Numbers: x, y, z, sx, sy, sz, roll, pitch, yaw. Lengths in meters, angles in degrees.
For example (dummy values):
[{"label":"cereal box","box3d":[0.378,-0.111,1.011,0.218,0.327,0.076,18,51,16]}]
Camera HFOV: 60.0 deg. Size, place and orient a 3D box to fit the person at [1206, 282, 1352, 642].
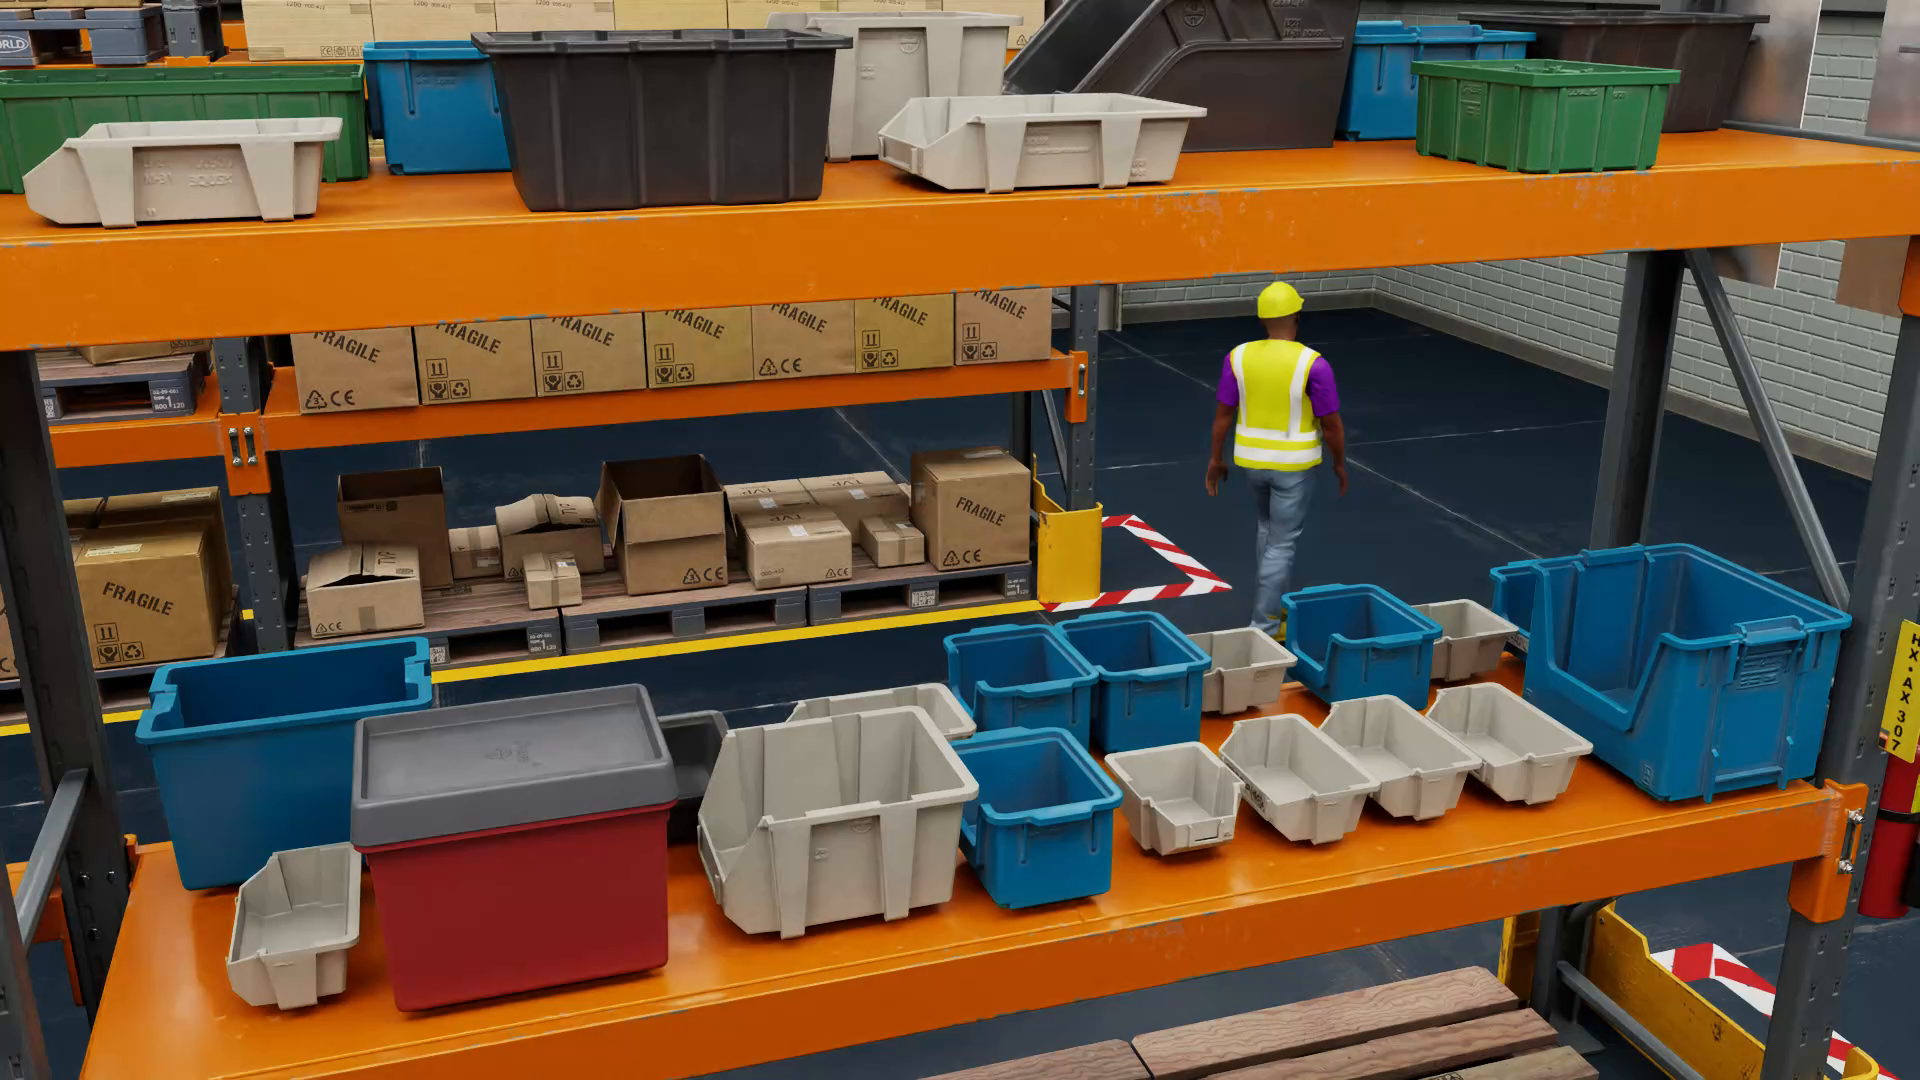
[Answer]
[{"label":"person","box3d":[1.580,-0.358,8.116,0.637,1.811,0.714,14,23,34]}]
